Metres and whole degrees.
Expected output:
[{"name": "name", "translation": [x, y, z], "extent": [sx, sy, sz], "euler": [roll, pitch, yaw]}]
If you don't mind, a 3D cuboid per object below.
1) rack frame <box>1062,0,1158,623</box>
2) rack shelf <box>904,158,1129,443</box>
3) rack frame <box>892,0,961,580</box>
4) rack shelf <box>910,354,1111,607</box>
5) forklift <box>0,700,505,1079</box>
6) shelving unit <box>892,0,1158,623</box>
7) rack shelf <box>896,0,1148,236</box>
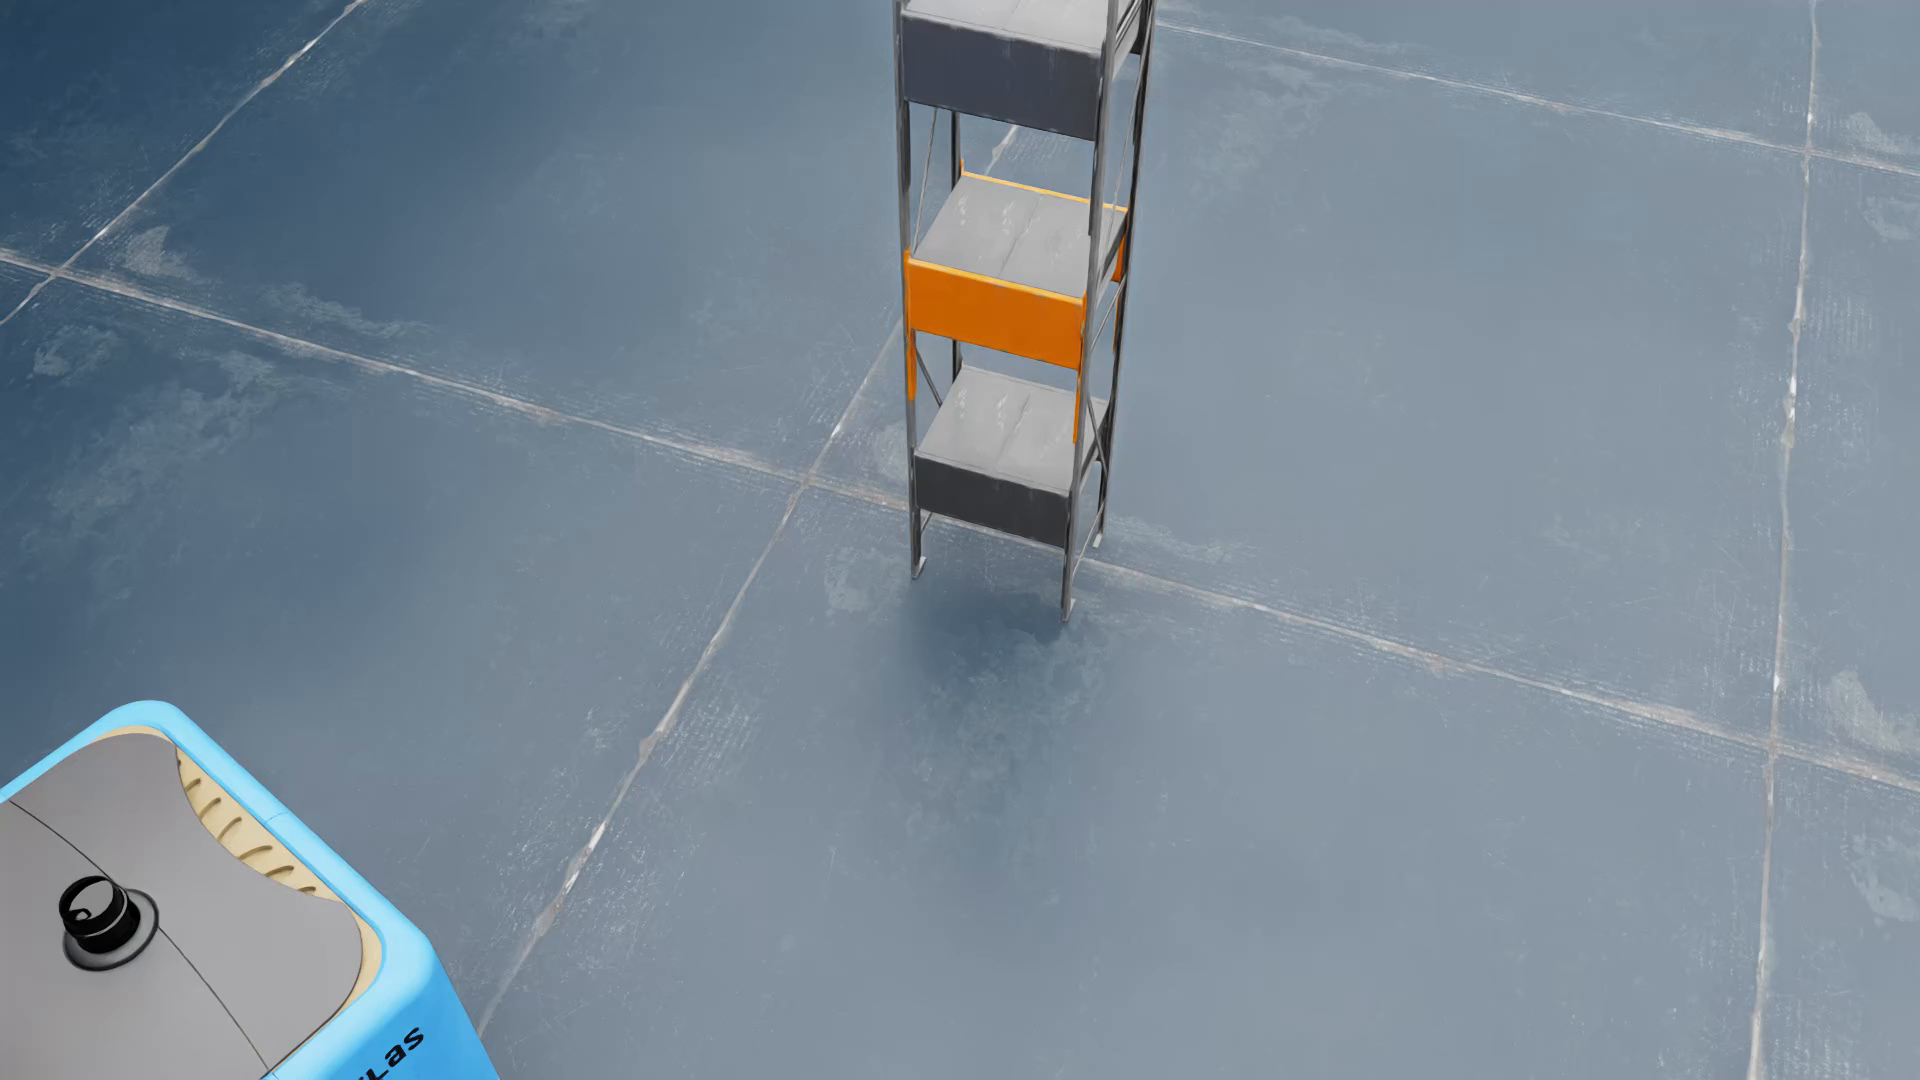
[{"name": "rack frame", "translation": [0.384, -0.580, 4.364], "extent": [0.015, 2.100, 0.400], "euler": [16, 51, 13]}, {"name": "rack shelf", "translation": [0.155, -0.635, 4.429], "extent": [0.480, 0.518, 0.431], "euler": [16, 51, 13]}, {"name": "rack frame", "translation": [-0.074, -0.708, 4.474], "extent": [0.015, 2.100, 0.400], "euler": [16, 51, 13]}, {"name": "rack shelf", "translation": [0.155, -0.177, 4.958], "extent": [0.480, 0.518, 0.431], "euler": [16, 51, 13]}, {"name": "forklift", "translation": [-2.320, 1.151, 2.313], "extent": [1.130, 2.935, 3.031], "euler": [32, 56, 25]}, {"name": "shelving unit", "translation": [0.155, -0.644, 4.419], "extent": [0.503, 2.100, 0.431], "euler": [16, 51, 13]}, {"name": "rack shelf", "translation": [0.155, -1.094, 3.900], "extent": [0.480, 0.518, 0.431], "euler": [16, 51, 13]}]
